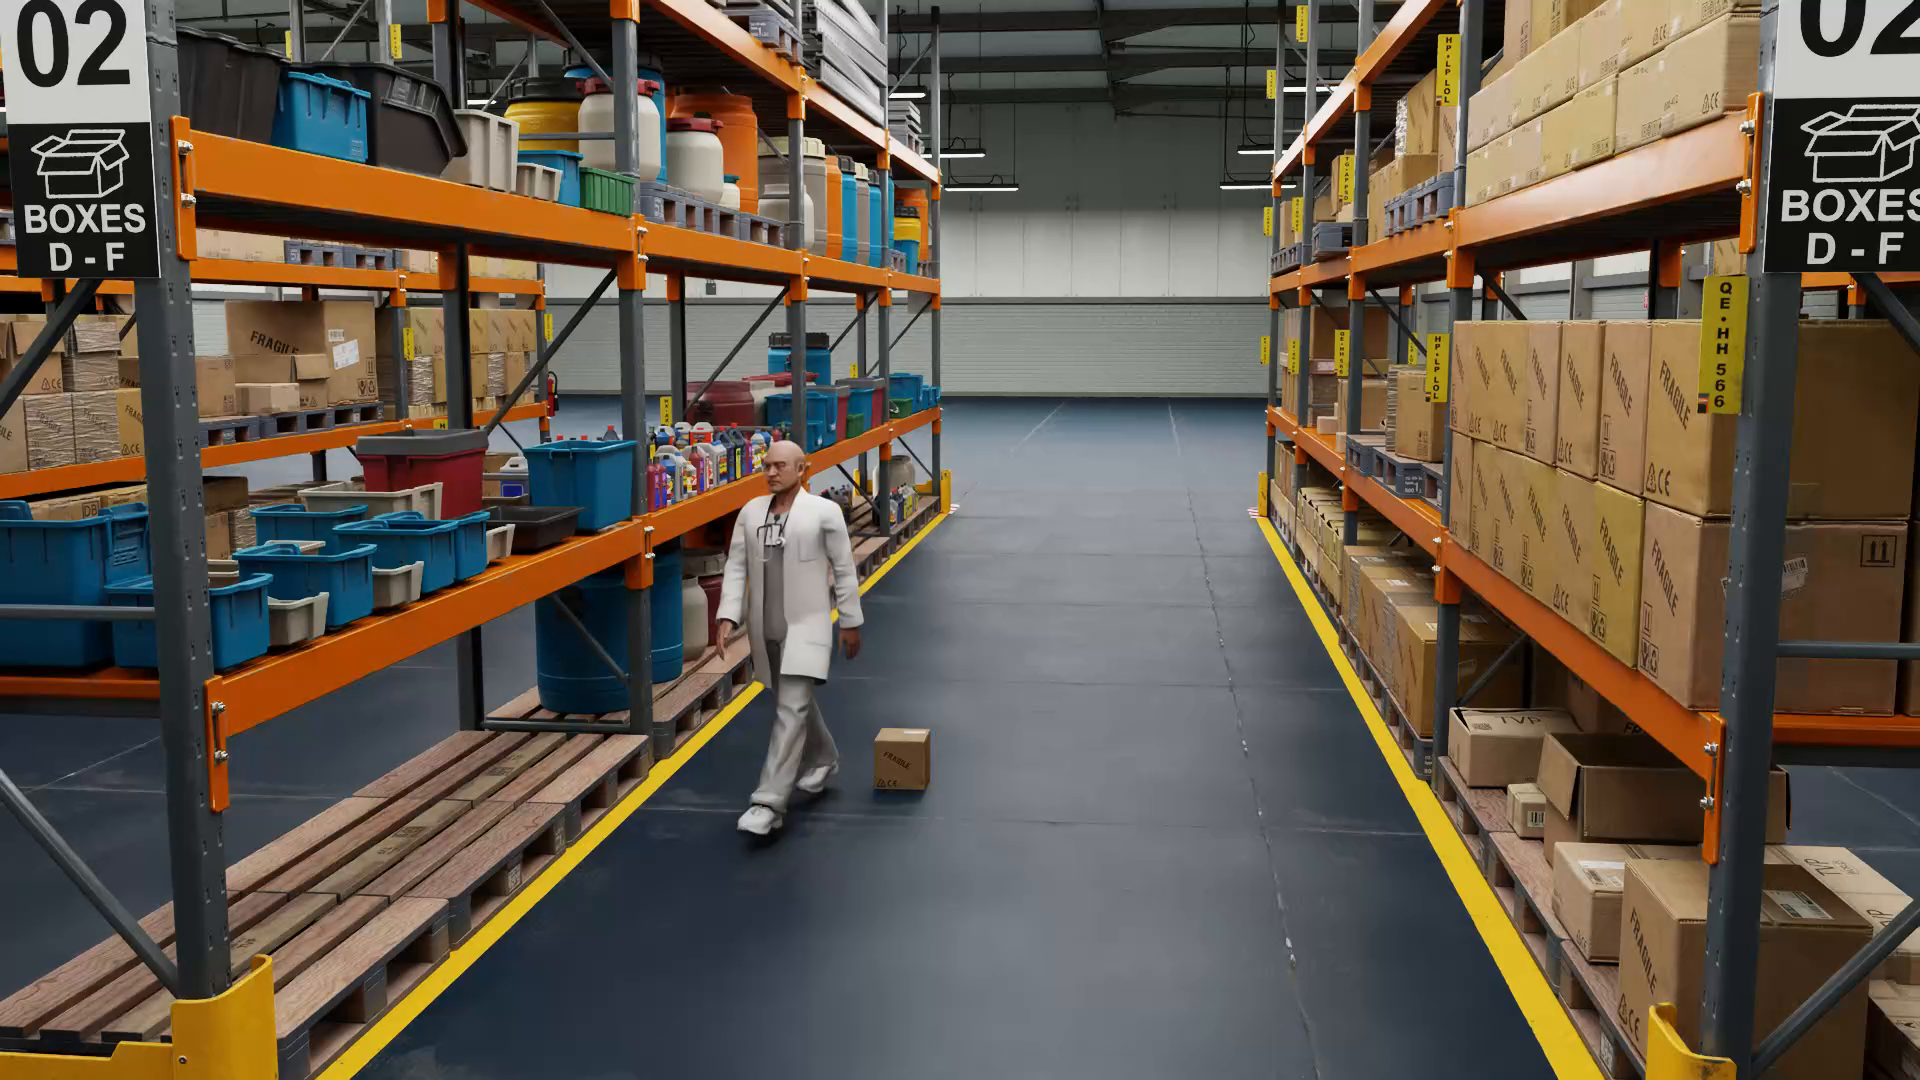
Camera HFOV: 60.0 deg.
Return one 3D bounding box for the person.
[{"bbox_3d":[-0.823,0.406,7.656,0.598,1.718,1.121,4,8,25],"label":"person"}]
